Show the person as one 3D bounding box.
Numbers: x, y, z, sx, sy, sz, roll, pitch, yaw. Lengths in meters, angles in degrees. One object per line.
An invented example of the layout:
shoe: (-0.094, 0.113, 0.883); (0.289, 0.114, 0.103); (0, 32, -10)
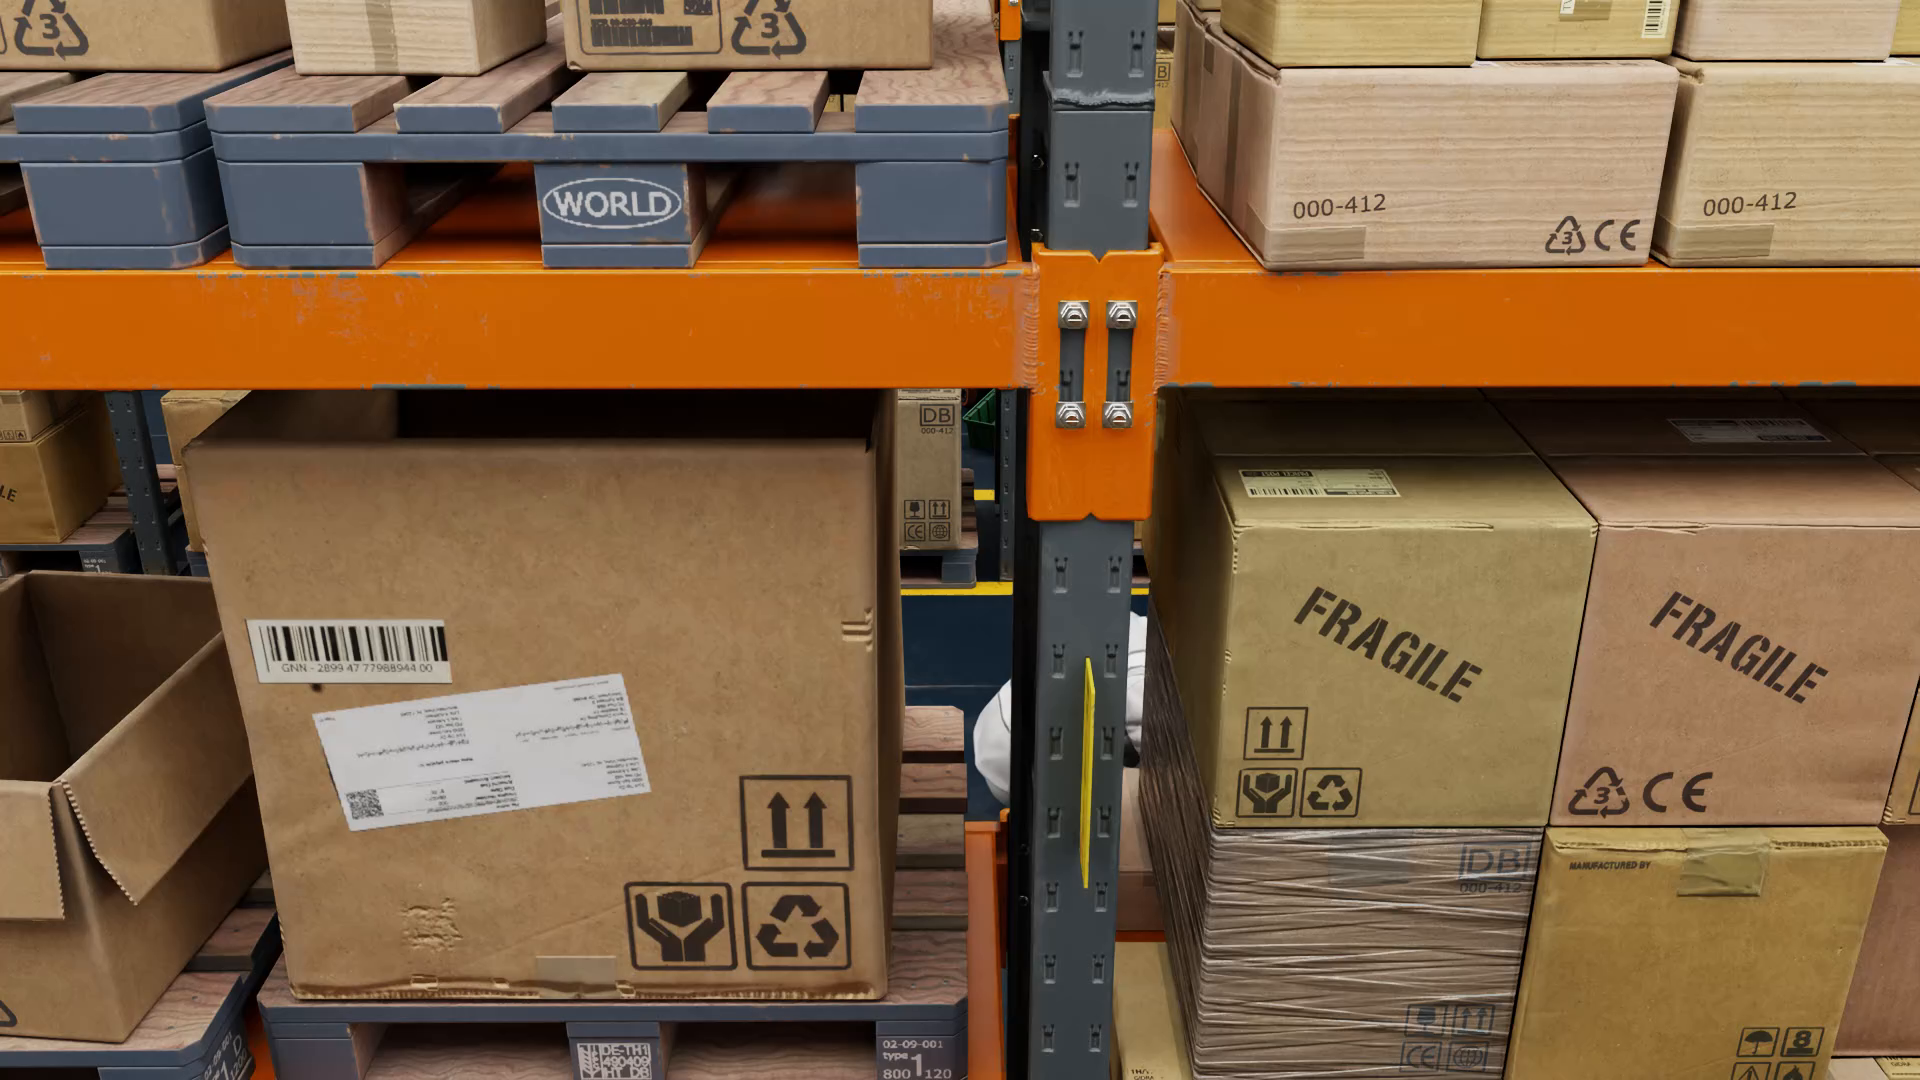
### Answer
person: (0.510, 0.629, 5.610); (0.866, 1.011, 0.548); (0, 24, -1)
